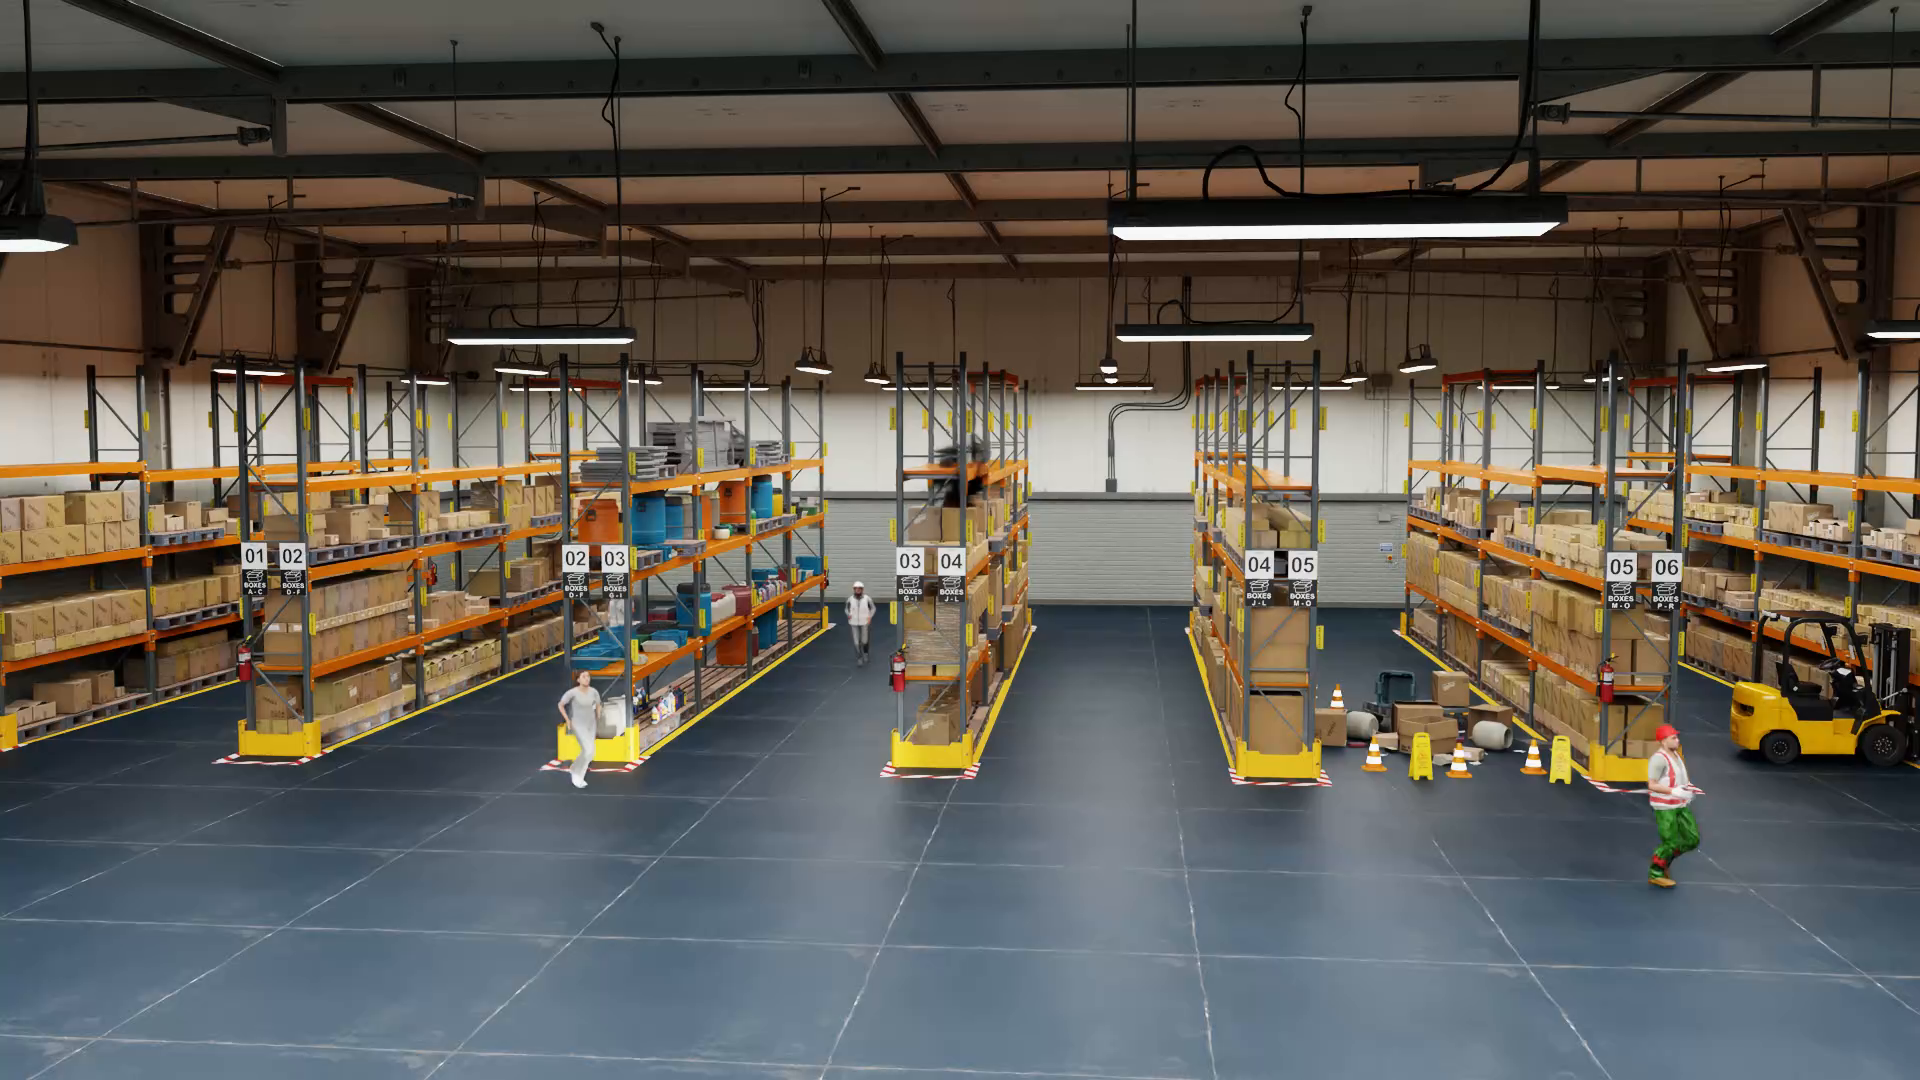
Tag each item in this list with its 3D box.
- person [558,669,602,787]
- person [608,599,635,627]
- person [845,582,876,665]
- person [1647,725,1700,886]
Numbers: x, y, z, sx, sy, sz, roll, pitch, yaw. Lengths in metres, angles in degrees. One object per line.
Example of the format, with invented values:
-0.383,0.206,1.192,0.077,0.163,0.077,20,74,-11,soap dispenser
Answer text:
-5.114,2.567,22.636,0.548,1.630,0.618,-4,6,-44,person
-6.877,1.735,33.708,0.621,1.826,0.782,0,4,6,person
-2.054,1.714,33.989,0.635,1.727,0.563,0,4,3,person
7.653,2.853,17.788,0.643,1.741,0.581,-3,5,-36,person
